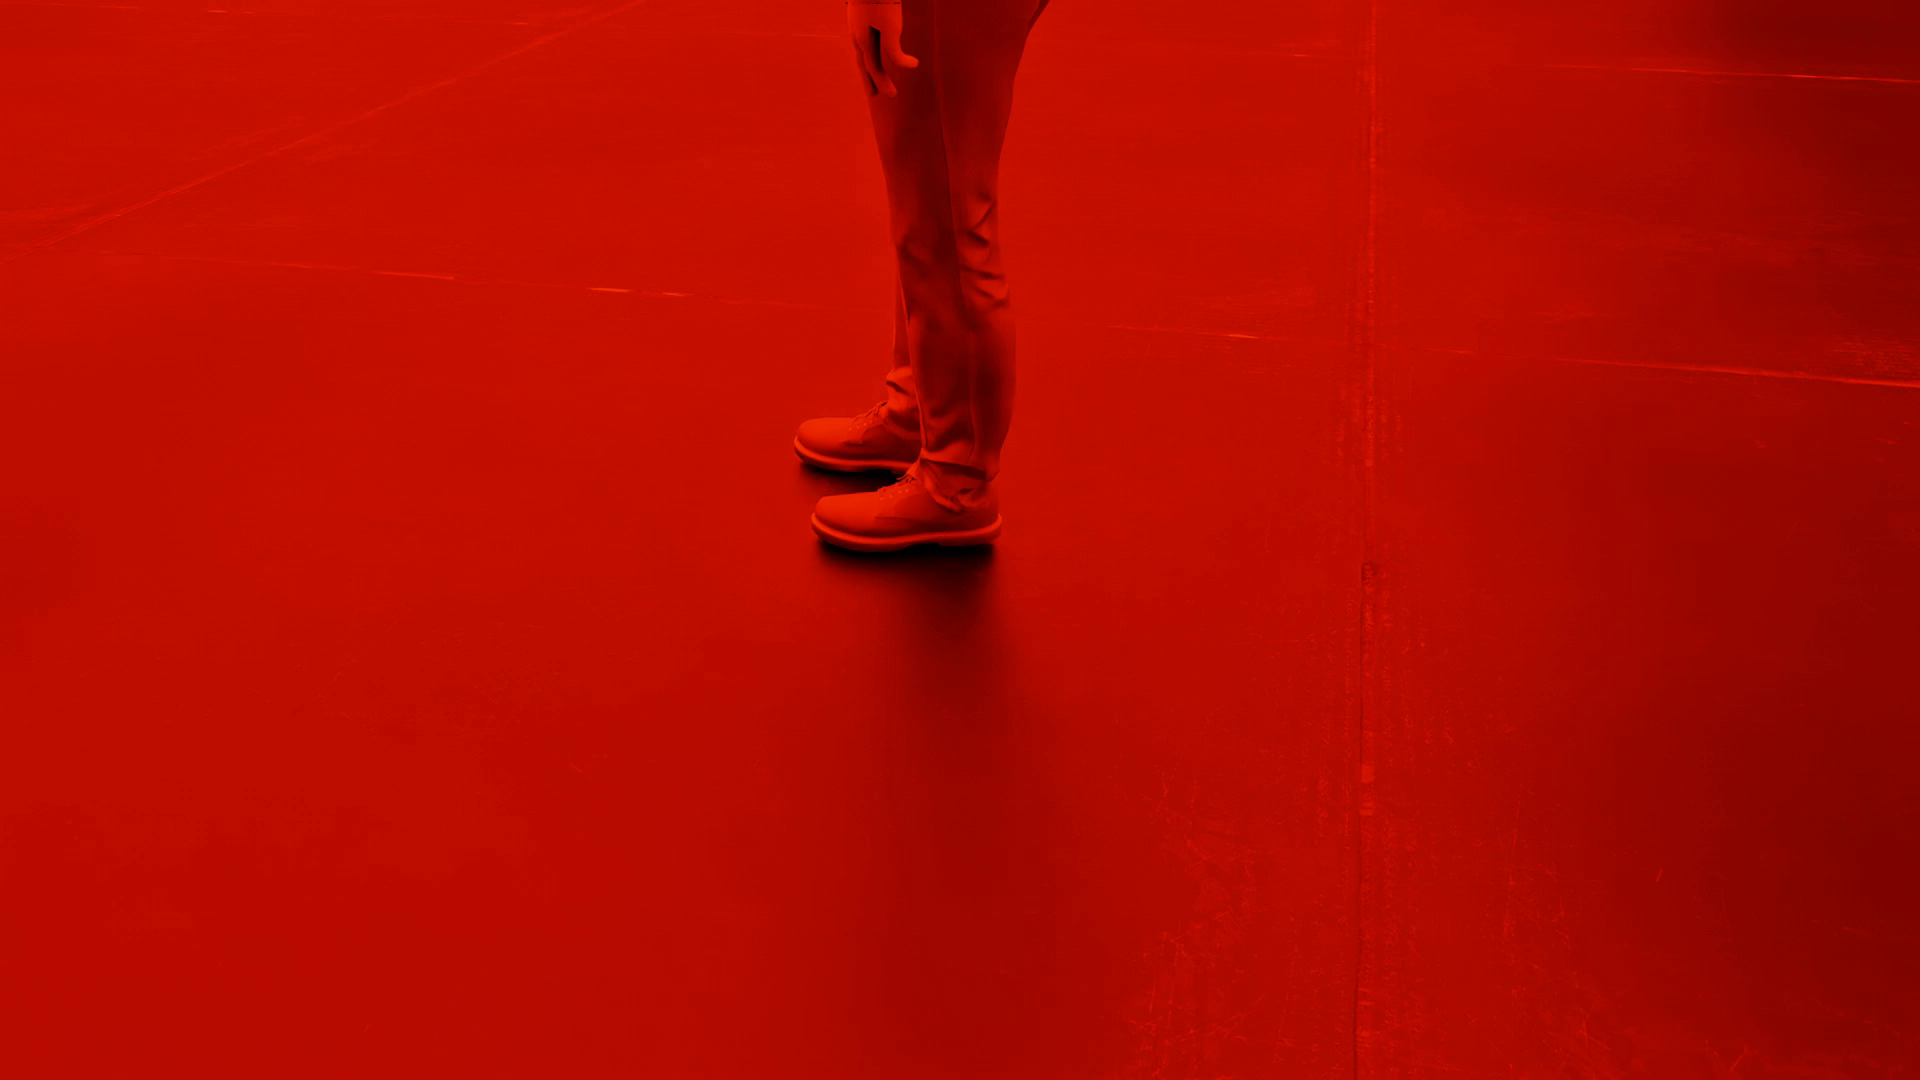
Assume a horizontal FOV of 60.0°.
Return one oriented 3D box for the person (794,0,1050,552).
[{"bbox_3d":[-0.064,-0.773,2.134,0.534,1.696,0.587,6,27,11],"label":"person"}]
